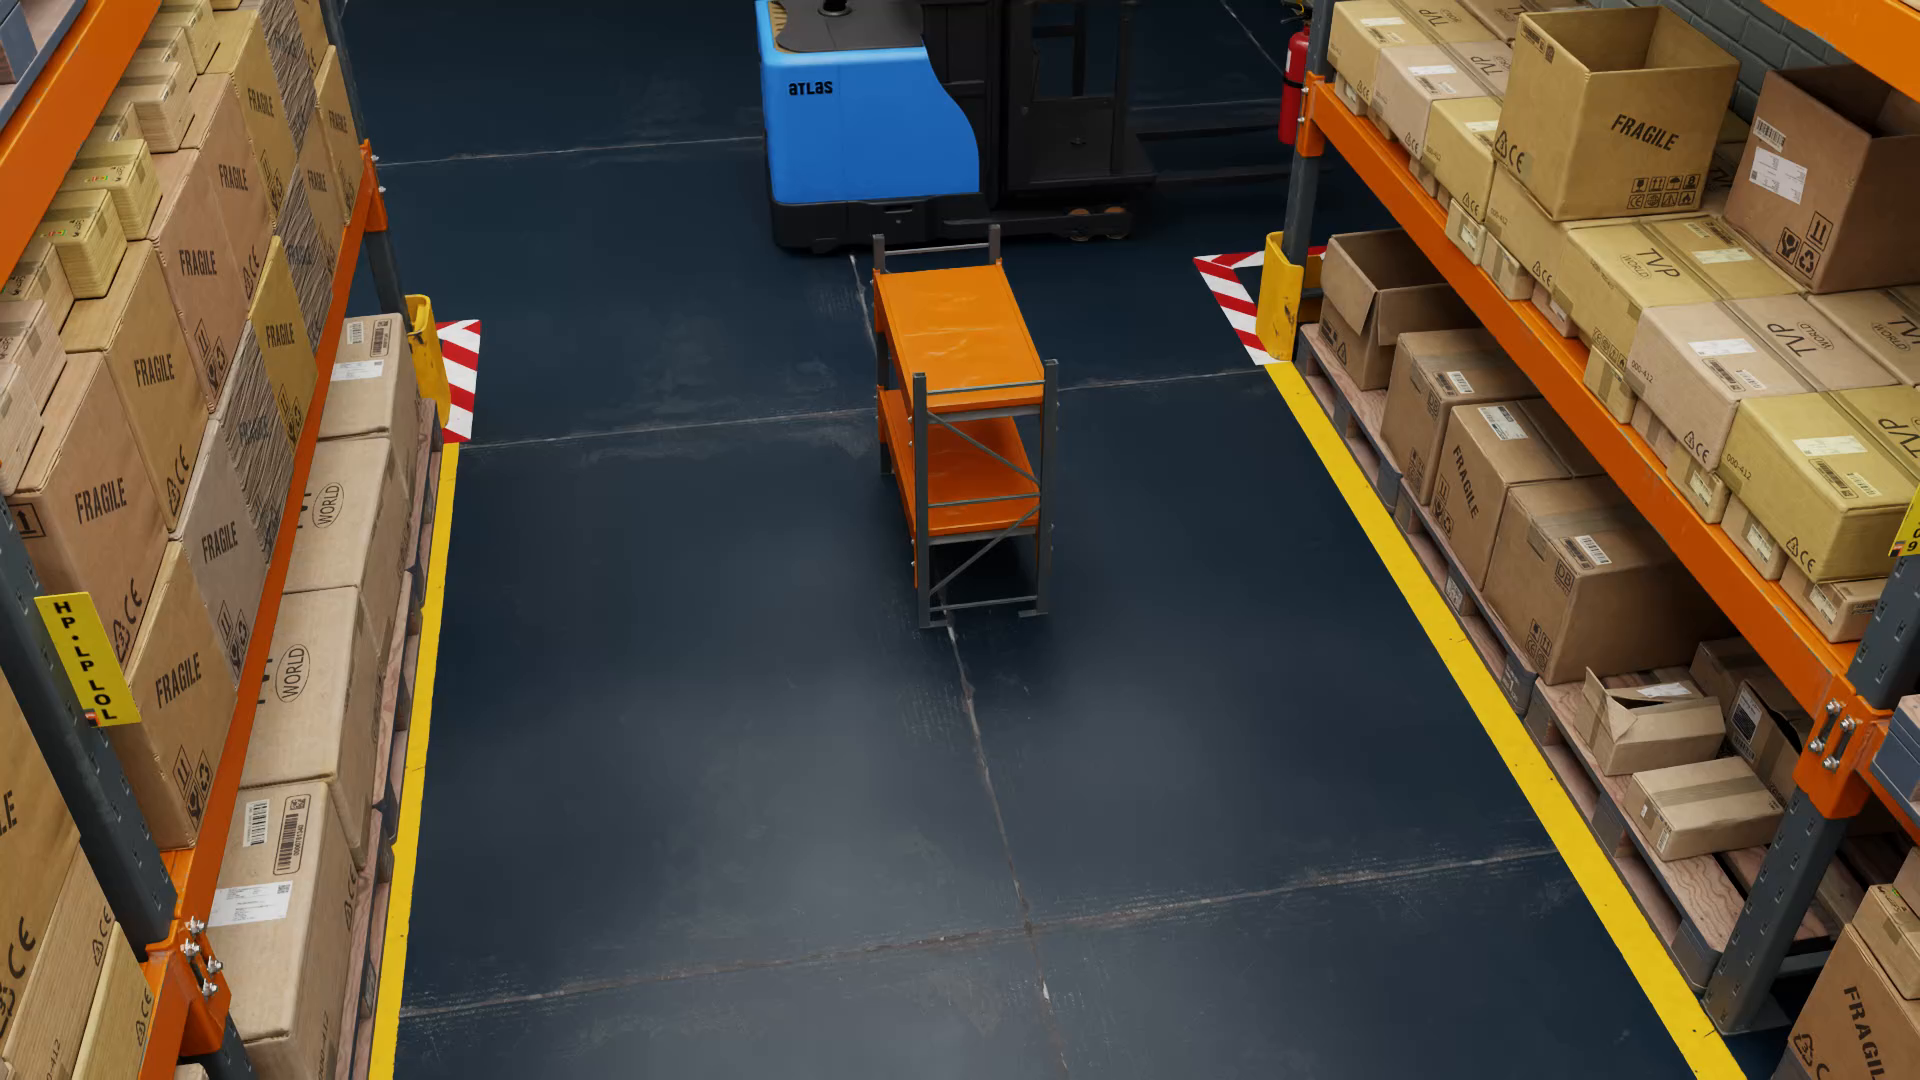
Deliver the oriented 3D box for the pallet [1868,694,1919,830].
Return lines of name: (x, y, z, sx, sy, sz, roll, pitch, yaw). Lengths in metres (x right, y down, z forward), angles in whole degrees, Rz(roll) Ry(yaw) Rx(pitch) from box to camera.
pallet: (2.744, 0.754, 3.491, 1.003, 0.211, 1.213, -6, 38, -8)

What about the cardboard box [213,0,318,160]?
cardboard box: (-2.436, -1.553, 5.407, 0.500, 0.500, 0.500, -6, 38, -8)

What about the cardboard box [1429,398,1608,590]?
cardboard box: (2.130, -0.181, 6.233, 0.500, 0.500, 0.500, -6, 38, -7)

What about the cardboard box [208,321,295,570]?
cardboard box: (-2.164, -0.237, 4.528, 0.500, 0.500, 0.500, -6, 38, -8)

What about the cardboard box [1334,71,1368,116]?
cardboard box: (1.798, -1.905, 6.962, 0.380, 0.149, 0.250, -7, 38, -8)

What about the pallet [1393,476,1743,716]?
pallet: (2.375, 0.131, 6.409, 1.003, 0.211, 1.213, -6, 38, -8)

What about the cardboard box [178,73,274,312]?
cardboard box: (-2.267, -0.950, 4.631, 0.500, 0.500, 0.500, -6, 38, -8)

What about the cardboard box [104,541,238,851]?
cardboard box: (-1.999, 0.369, 3.749, 0.500, 0.500, 0.500, -5, 38, -6)

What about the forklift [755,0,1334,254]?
forklift: (0.473, -3.049, 8.286, 3.031, 2.935, 1.130, -5, 38, -7)

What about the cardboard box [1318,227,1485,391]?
cardboard box: (2.024, -1.033, 7.327, 0.797, 0.503, 0.637, -8, 38, -10)

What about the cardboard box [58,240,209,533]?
cardboard box: (-2.102, -0.334, 3.838, 0.500, 0.500, 0.500, -7, 38, -9)

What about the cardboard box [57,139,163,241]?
cardboard box: (-2.123, -0.813, 3.926, 0.380, 0.149, 0.250, -7, 38, -9)

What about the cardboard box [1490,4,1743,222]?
cardboard box: (2.088, -1.378, 5.347, 0.500, 0.500, 0.500, -5, 38, -7)

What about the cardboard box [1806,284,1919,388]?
cardboard box: (2.796, -0.505, 4.835, 0.500, 0.250, 0.500, -7, 38, -8)

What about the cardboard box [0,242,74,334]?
cardboard box: (-2.122, -0.492, 3.514, 0.380, 0.149, 0.250, -7, 38, -9)

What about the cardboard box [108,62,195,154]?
cardboard box: (-2.223, -1.111, 4.310, 0.380, 0.149, 0.250, -6, 38, -8)

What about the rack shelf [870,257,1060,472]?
rack shelf: (-0.001, -0.679, 6.231, 0.538, 0.278, 1.000, -6, 38, -8)

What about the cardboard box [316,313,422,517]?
cardboard box: (-2.662, -0.462, 6.646, 0.875, 0.438, 0.875, -7, 38, -9)

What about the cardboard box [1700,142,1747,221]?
cardboard box: (2.615, -1.114, 5.619, 0.500, 0.250, 0.500, -6, 38, -8)

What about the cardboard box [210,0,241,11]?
cardboard box: (-2.416, -1.737, 5.116, 0.380, 0.149, 0.250, -5, 38, -7)

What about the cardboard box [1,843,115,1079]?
cardboard box: (-1.858, 0.822, 2.962, 0.500, 0.250, 0.500, -6, 38, -8)

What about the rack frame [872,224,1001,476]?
rack frame: (-0.090, -0.755, 6.805, 0.500, 1.125, 0.032, -6, 38, -8)

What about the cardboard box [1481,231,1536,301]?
cardboard box: (2.041, -0.965, 5.752, 0.380, 0.149, 0.250, -5, 38, -7)

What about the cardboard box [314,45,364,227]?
cardboard box: (-2.531, -1.473, 6.119, 0.500, 0.500, 0.500, -6, 38, -8)

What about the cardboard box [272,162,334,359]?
cardboard box: (-2.358, -0.859, 5.329, 0.500, 0.500, 0.500, -5, 38, -7)

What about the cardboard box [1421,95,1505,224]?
cardboard box: (2.005, -1.377, 5.958, 0.500, 0.250, 0.500, -7, 38, -9)

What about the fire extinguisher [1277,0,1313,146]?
fire extinguisher: (1.529, -2.094, 7.367, 0.296, 0.674, 0.183, -6, 38, -8)

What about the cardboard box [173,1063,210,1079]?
cardboard box: (-1.987, 1.759, 3.431, 0.875, 0.875, 0.875, -5, 38, -7)

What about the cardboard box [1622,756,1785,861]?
cardboard box: (2.325, 0.839, 5.207, 0.380, 0.149, 0.250, -7, 38, -9)

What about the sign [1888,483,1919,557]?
sign: (2.179, -0.095, 3.722, 0.100, 0.325, 0.005, -6, 38, -8)

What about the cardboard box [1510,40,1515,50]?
cardboard box: (2.441, -1.730, 6.411, 0.500, 0.250, 0.500, -6, 38, -8)

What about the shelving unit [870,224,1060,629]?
shelving unit: (-0.001, -0.448, 6.410, 0.538, 1.125, 1.048, -6, 38, -8)

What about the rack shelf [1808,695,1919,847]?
rack shelf: (3.062, 1.676, 2.735, 1.077, 0.370, 4.000, -6, 38, -8)

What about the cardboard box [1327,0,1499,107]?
cardboard box: (1.825, -1.988, 6.743, 0.500, 0.250, 0.500, -6, 38, -8)

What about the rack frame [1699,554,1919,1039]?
rack frame: (2.712, 0.184, 4.069, 1.000, 3.000, 0.127, -6, 38, -8)

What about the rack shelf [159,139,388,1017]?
rack shelf: (-2.525, -0.204, 5.154, 1.077, 0.370, 4.000, -6, 38, -8)

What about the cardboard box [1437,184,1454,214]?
cardboard box: (2.004, -1.282, 6.161, 0.380, 0.149, 0.250, -6, 38, -7)

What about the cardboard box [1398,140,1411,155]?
cardboard box: (1.968, -1.602, 6.571, 0.380, 0.149, 0.250, -7, 38, -9)

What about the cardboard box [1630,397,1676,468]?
cardboard box: (2.251, -0.353, 4.965, 0.380, 0.149, 0.250, -5, 38, -7)

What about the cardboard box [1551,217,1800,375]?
cardboard box: (2.205, -0.760, 5.163, 0.500, 0.250, 0.500, -6, 38, -8)

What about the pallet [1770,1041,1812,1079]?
pallet: (2.891, 1.772, 4.297, 1.003, 0.211, 1.213, -6, 38, -8)

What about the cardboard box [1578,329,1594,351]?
cardboard box: (2.244, -0.673, 5.375, 0.380, 0.149, 0.250, -6, 38, -7)

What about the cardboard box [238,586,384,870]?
cardboard box: (-2.337, 0.634, 5.235, 0.875, 0.438, 0.875, -7, 38, -9)

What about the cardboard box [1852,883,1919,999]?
cardboard box: (2.513, 0.994, 4.192, 0.380, 0.149, 0.250, -5, 38, -6)

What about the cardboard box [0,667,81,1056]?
cardboard box: (-1.849, 0.528, 2.729, 0.500, 0.500, 0.500, -5, 38, -6)

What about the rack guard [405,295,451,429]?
rack guard: (-2.880, -0.724, 7.274, 1.175, 0.500, 0.348, -6, 38, -8)

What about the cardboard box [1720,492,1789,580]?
cardboard box: (2.340, -0.038, 4.558, 0.380, 0.149, 0.250, -5, 38, -7)

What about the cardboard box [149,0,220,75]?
cardboard box: (-2.338, -1.427, 4.716, 0.380, 0.149, 0.250, -5, 38, -7)

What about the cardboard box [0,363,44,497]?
cardboard box: (-1.974, -0.189, 3.124, 0.380, 0.149, 0.250, -7, 38, -9)

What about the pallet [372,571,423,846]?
pallet: (-2.448, 0.615, 5.787, 1.003, 0.211, 1.213, -6, 38, -8)

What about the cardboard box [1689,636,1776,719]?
cardboard box: (2.752, 0.457, 5.698, 0.380, 0.149, 0.250, -7, 38, -9)

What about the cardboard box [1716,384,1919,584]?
cardboard box: (2.382, -0.156, 4.386, 0.500, 0.250, 0.500, -5, 38, -7)

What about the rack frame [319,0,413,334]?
rack frame: (-2.876, -1.696, 6.489, 1.000, 3.000, 0.127, -6, 38, -8)
